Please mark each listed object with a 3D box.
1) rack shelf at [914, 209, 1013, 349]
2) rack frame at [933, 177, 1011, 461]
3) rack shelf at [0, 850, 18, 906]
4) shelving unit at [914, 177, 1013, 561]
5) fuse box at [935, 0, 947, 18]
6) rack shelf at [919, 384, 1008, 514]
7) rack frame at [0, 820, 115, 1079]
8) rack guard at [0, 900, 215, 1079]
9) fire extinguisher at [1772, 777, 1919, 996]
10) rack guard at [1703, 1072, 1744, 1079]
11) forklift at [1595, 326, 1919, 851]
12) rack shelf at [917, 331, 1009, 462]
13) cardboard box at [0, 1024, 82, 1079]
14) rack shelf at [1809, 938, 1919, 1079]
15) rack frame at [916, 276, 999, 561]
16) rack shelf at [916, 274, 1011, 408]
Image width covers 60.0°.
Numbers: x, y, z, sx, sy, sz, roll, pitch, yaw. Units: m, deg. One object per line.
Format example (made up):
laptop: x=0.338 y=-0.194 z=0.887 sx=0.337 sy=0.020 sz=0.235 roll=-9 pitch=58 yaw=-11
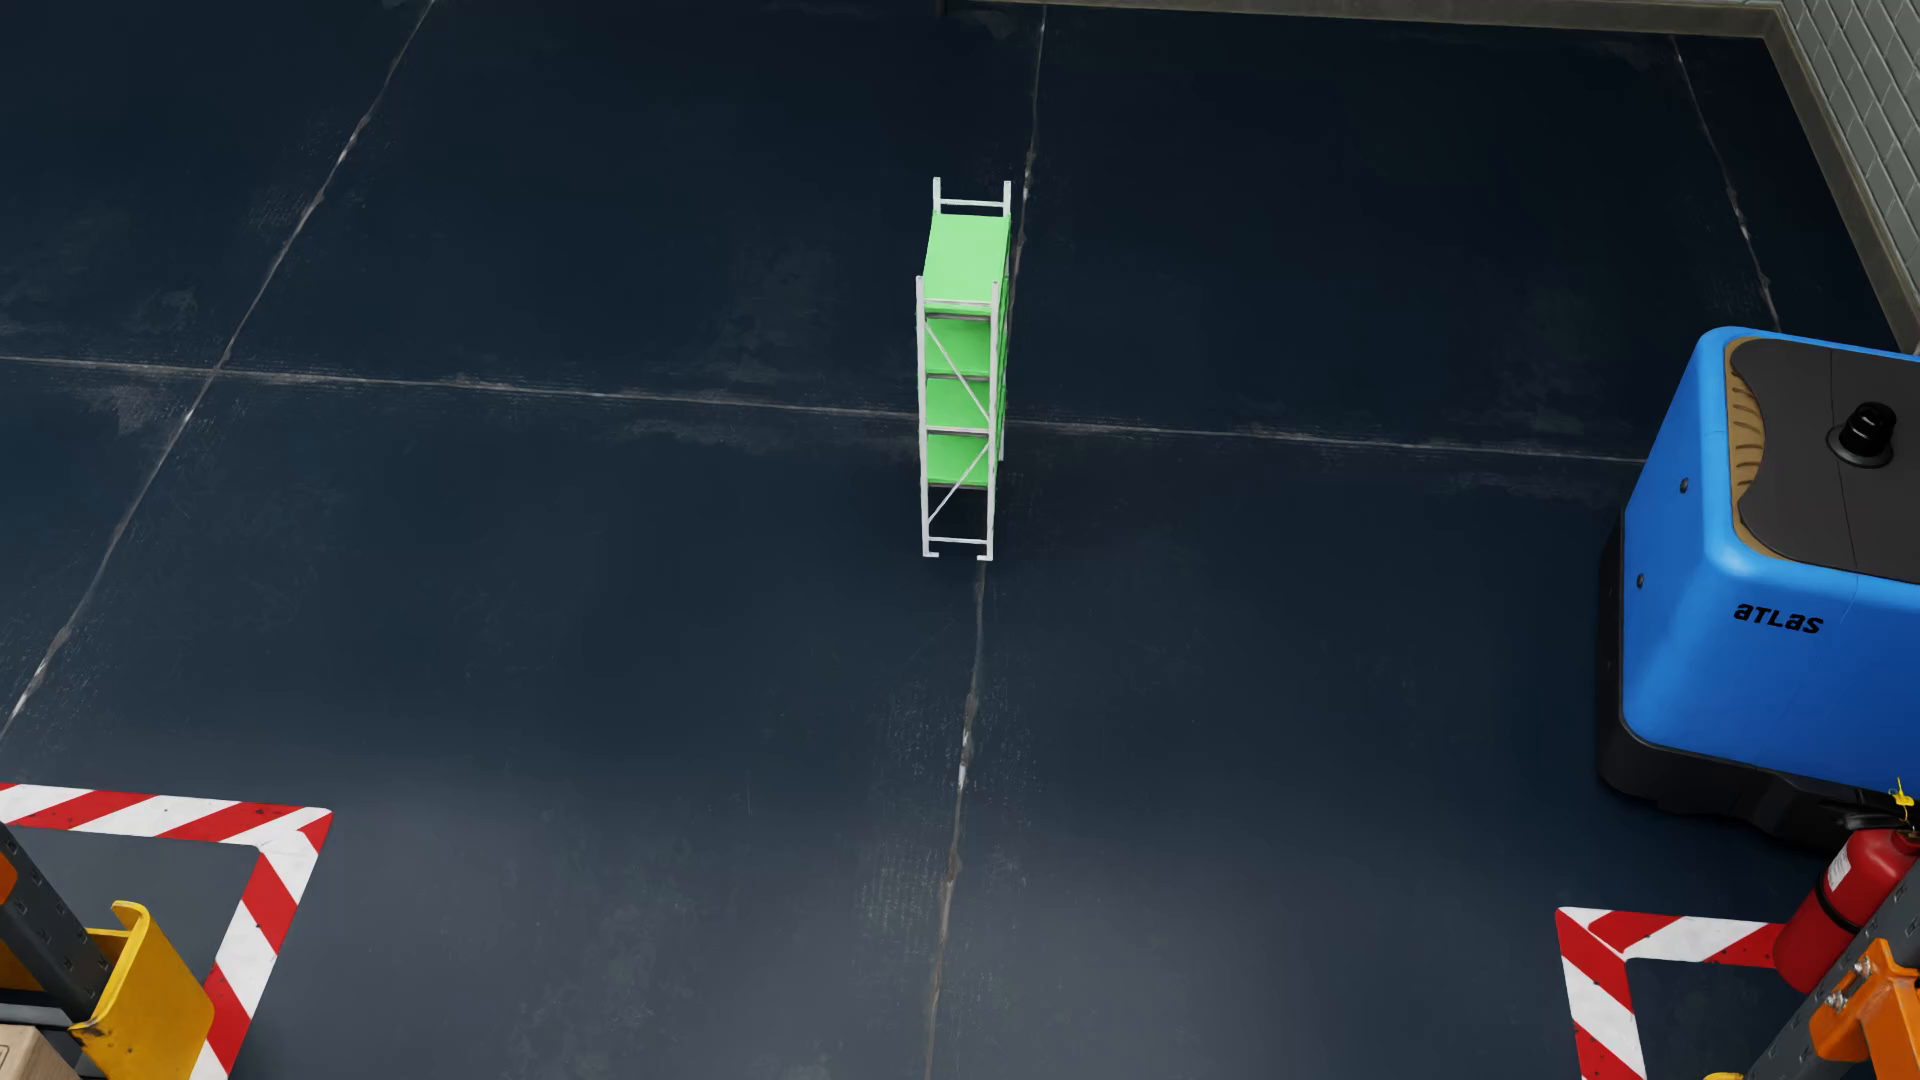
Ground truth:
rack shelf: x=0.015 y=-0.807 z=5.111 sx=0.258 sy=0.148 sz=0.480 roll=4 pitch=48 yaw=4
rack frame: x=0.037 y=-0.706 z=5.583 sx=0.240 sy=1.200 sz=0.015 roll=4 pitch=48 yaw=4
rack shelf: x=-2.820 y=2.069 z=2.313 sx=1.077 sy=0.370 sz=4.000 roll=4 pitch=48 yaw=4
shelving unit: x=0.015 y=-0.527 z=5.419 sx=0.258 sy=1.200 sz=0.503 roll=4 pitch=48 yaw=4
fuse box: x=-0.068 y=-3.106 z=7.431 sx=0.539 sy=1.711 sz=0.414 roll=4 pitch=48 yaw=4
rack shelf: x=0.015 y=-0.321 z=5.643 sx=0.258 sy=0.148 sz=0.480 roll=4 pitch=48 yaw=4
rack frame: x=-2.637 y=0.356 z=3.391 sx=1.000 sy=3.000 sz=0.127 roll=4 pitch=48 yaw=4
rack guard: x=-2.635 y=1.182 z=4.330 sx=1.175 sy=0.500 sz=0.348 roll=4 pitch=48 yaw=4
fire extinguisher: x=1.859 y=0.700 z=3.382 sx=0.296 sy=0.674 sz=0.183 roll=4 pitch=48 yaw=4
rack guard: x=2.299 y=1.587 z=3.960 sx=1.175 sy=0.500 sz=0.348 roll=4 pitch=48 yaw=4
forklift: x=3.499 y=-0.276 z=4.016 sx=3.031 sy=2.935 sz=1.130 roll=12 pitch=49 yaw=10
rack shelf: x=0.015 y=-0.483 z=5.466 sx=0.258 sy=0.148 sz=0.480 roll=4 pitch=48 yaw=4
cardboard box: x=-2.598 y=1.571 z=3.732 sx=0.875 sy=0.438 sz=0.875 roll=2 pitch=48 yaw=2
rack shelf: x=2.124 y=2.400 z=2.010 sx=1.077 sy=0.370 sz=4.000 roll=4 pitch=48 yaw=4
rack frame: x=-0.007 y=-0.347 z=5.255 sx=0.240 sy=1.200 sz=0.015 roll=4 pitch=48 yaw=4
rack shelf: x=0.015 y=-0.645 z=5.289 sx=0.258 sy=0.148 sz=0.480 roll=4 pitch=48 yaw=4
